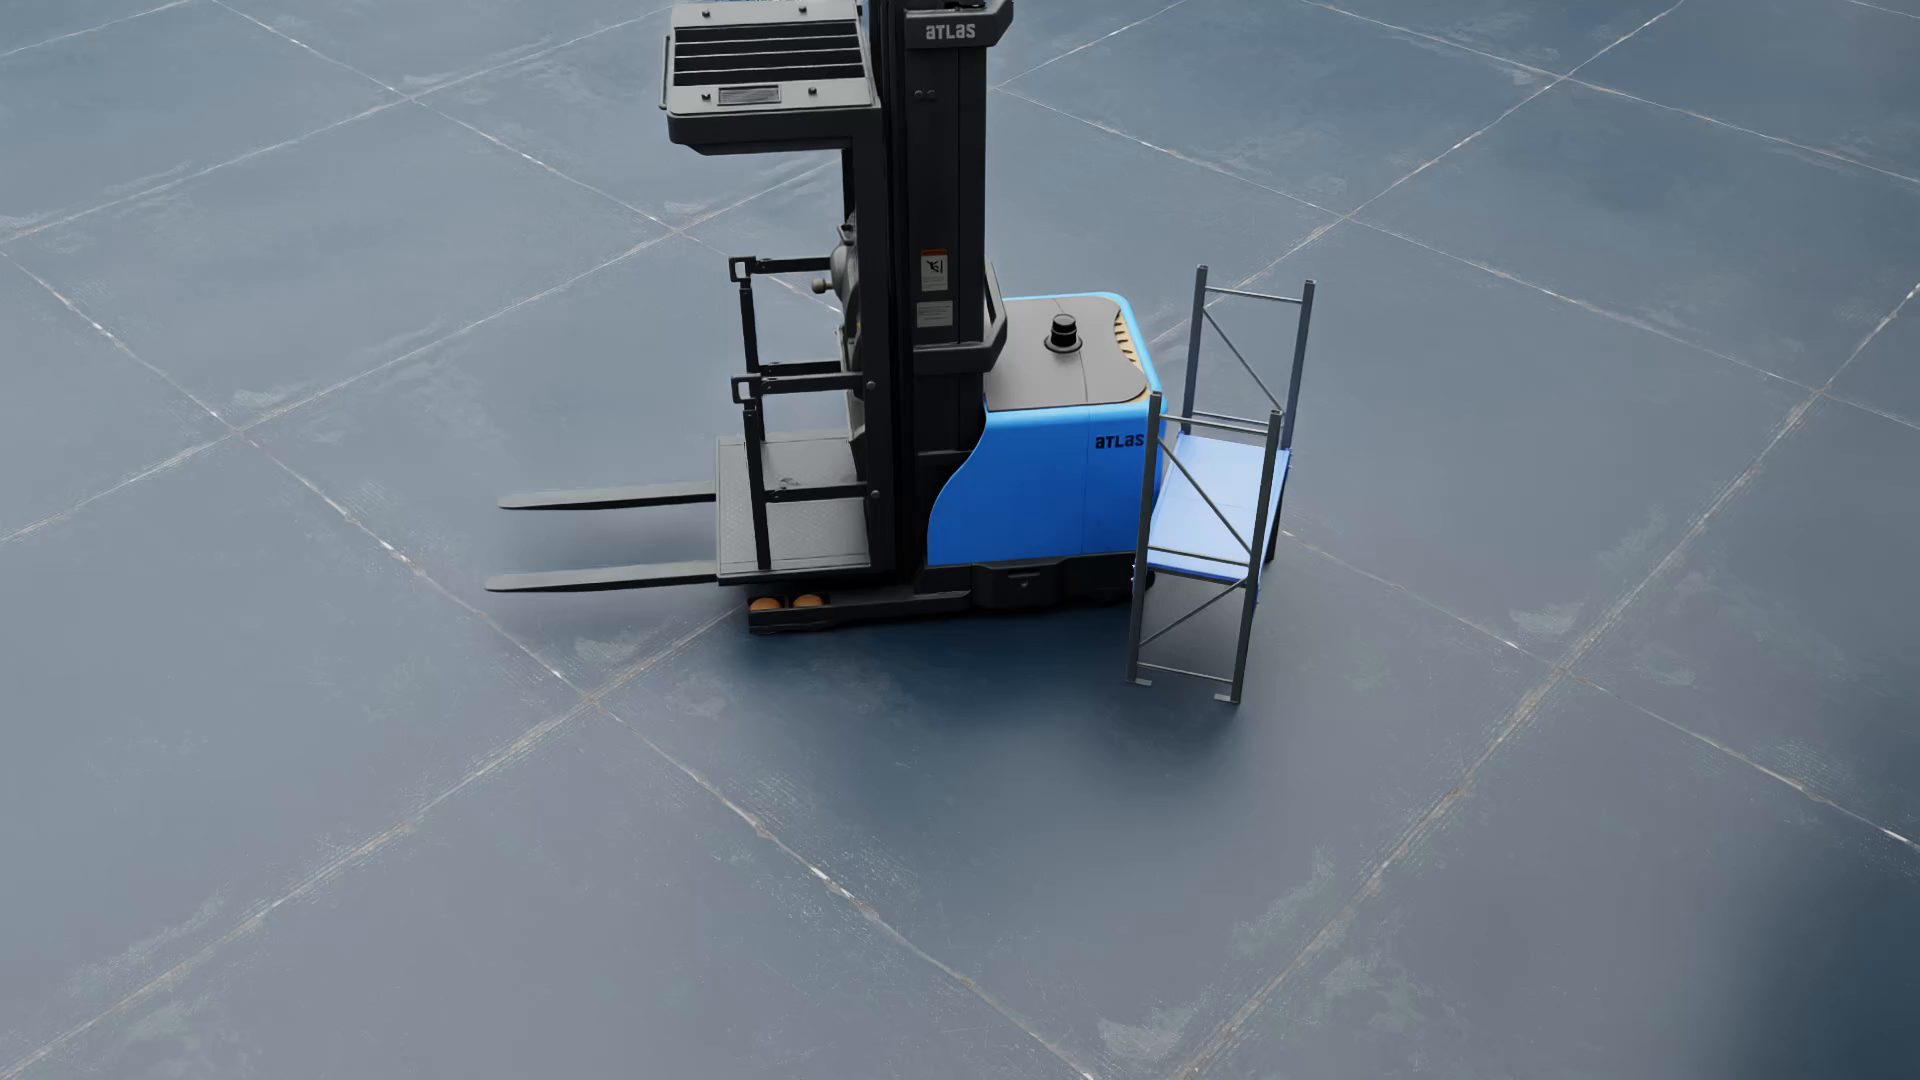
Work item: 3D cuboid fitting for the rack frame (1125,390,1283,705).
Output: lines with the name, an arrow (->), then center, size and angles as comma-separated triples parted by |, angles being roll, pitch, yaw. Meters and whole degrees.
rack frame -> 0.966, 0.067, 6.744 | 0.500, 1.500, 0.032 | 10, 40, 13

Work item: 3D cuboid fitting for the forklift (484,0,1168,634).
forklift -> -0.653, -1.070, 7.025 | 3.031, 2.935, 1.130 | -4, 39, -5

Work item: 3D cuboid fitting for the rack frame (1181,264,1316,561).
rack frame -> 1.254, -0.540, 7.507 | 0.500, 1.500, 0.032 | 10, 40, 13

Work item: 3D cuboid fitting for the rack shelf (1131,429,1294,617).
rack shelf -> 1.110, -0.095, 7.238 | 0.538, 0.185, 1.000 | 10, 40, 13

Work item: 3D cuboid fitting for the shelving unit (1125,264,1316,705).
shelving unit -> 1.110, -0.236, 7.126 | 0.538, 1.500, 1.048 | 10, 40, 13
